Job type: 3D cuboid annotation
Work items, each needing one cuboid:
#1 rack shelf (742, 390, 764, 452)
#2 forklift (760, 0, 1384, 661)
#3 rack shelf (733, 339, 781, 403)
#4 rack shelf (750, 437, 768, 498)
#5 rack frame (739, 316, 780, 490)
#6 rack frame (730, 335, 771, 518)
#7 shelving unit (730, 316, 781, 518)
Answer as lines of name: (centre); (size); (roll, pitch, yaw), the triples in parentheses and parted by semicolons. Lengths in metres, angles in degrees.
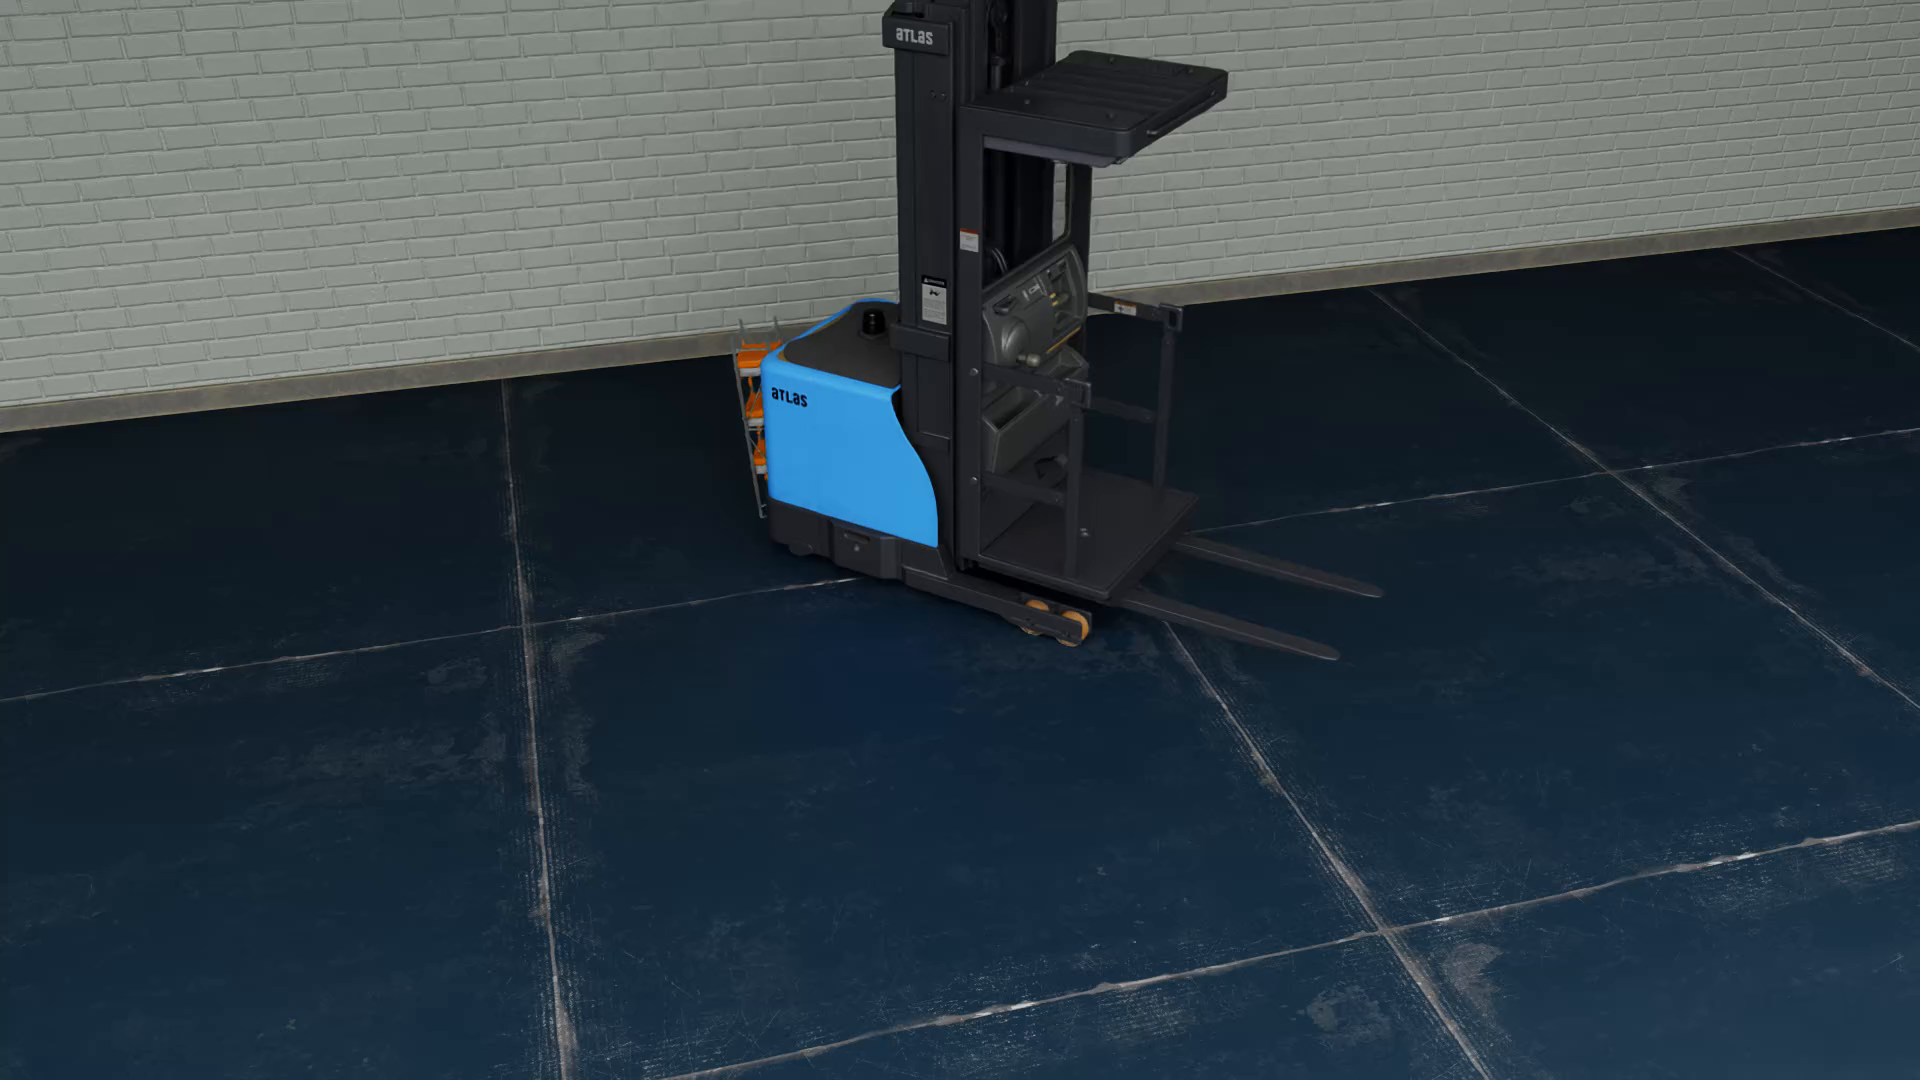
rack shelf: (-1.013, -0.630, 8.794); (0.215, 0.259, 0.240); (-2, 30, 6)
forklift: (0.534, -1.068, 7.670); (3.031, 2.935, 1.130); (16, 34, 26)
rack shelf: (-1.038, -0.876, 8.654); (0.215, 0.259, 0.240); (-2, 30, 6)
rack shelf: (-0.988, -0.389, 8.931); (0.215, 0.259, 0.240); (-2, 30, 6)
rack frame: (-1.005, -0.700, 8.894); (0.200, 1.050, 0.008); (-2, 30, 6)
rack frame: (-1.022, -0.578, 8.684); (0.200, 1.050, 0.008); (-2, 30, 6)
shelving unit: (-1.014, -0.639, 8.789); (0.215, 1.050, 0.252); (-2, 30, 6)
